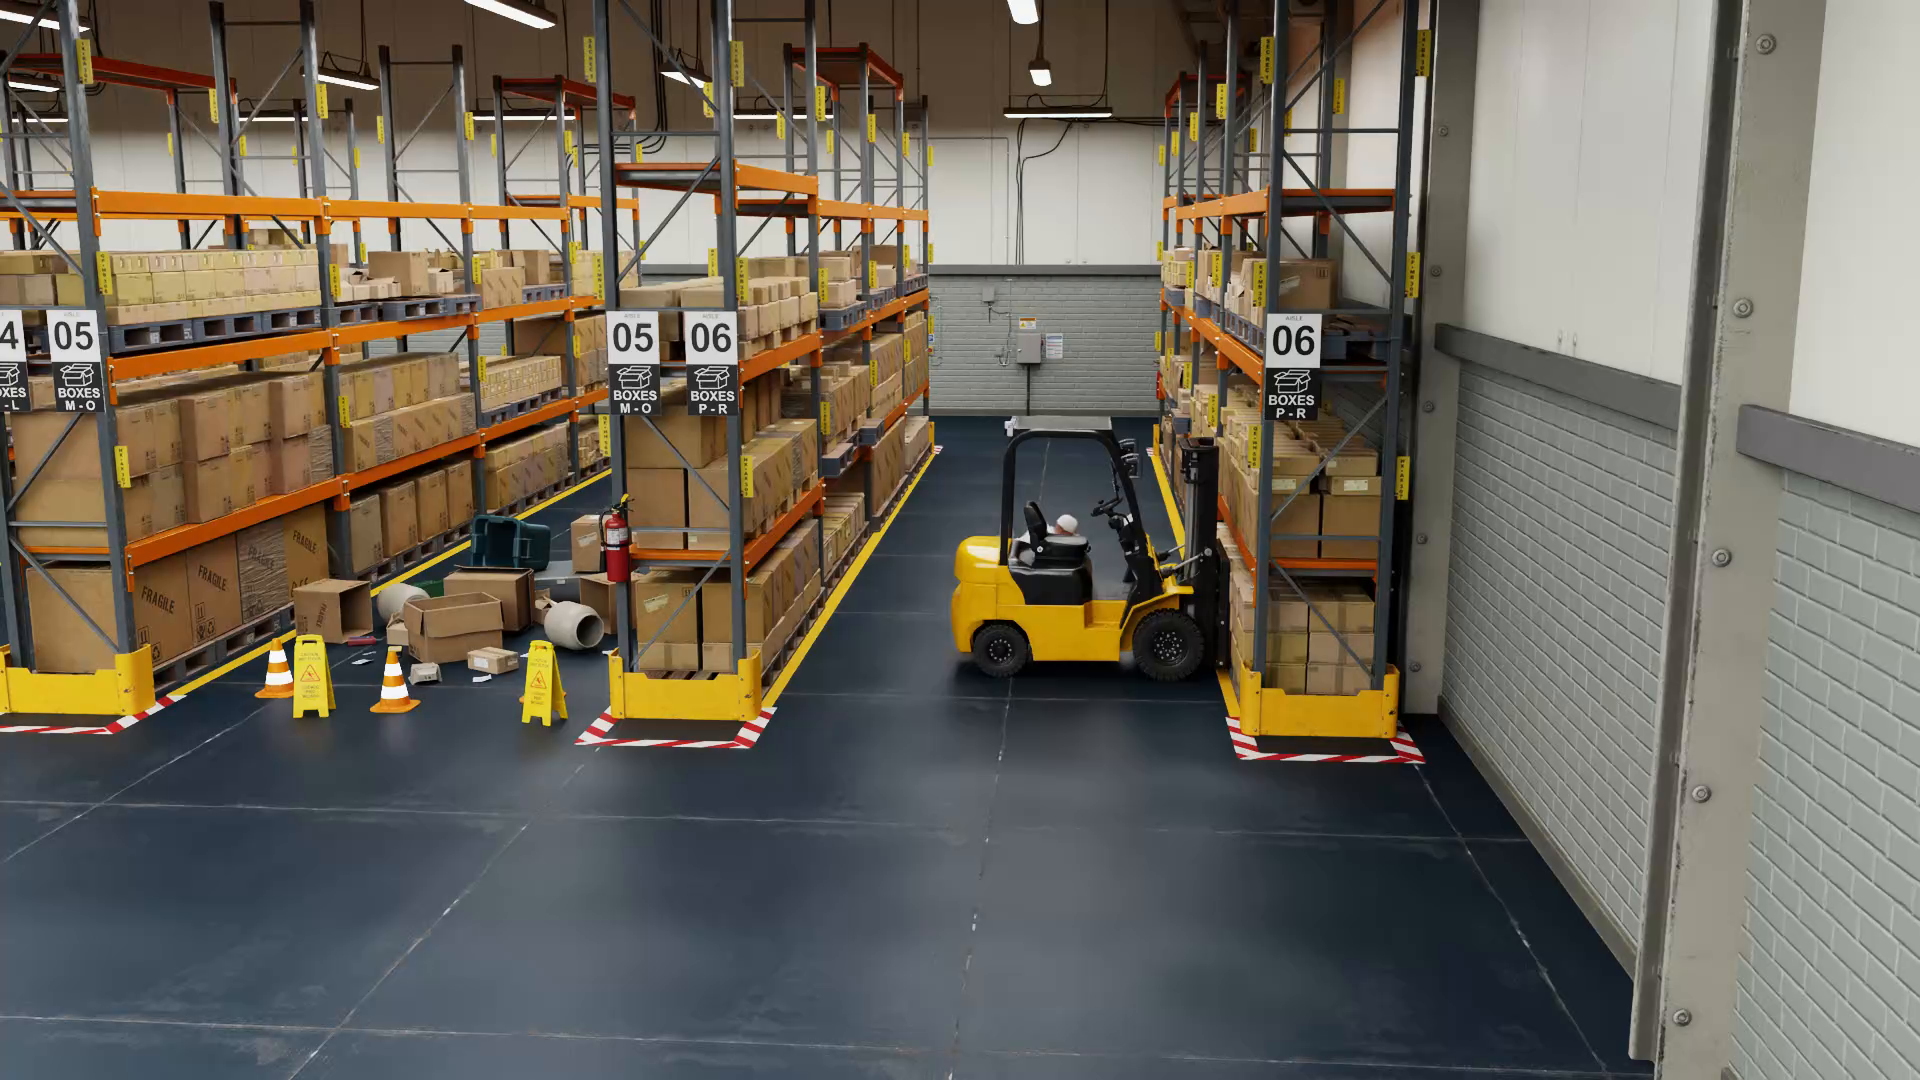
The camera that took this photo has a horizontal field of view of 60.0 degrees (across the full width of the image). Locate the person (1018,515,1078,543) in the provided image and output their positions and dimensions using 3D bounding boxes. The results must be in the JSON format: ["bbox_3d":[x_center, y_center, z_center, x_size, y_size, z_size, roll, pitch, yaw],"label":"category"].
[{"bbox_3d":[0.808,0.241,16.758,0.875,0.991,0.569,1,11,4],"label":"person"}]
